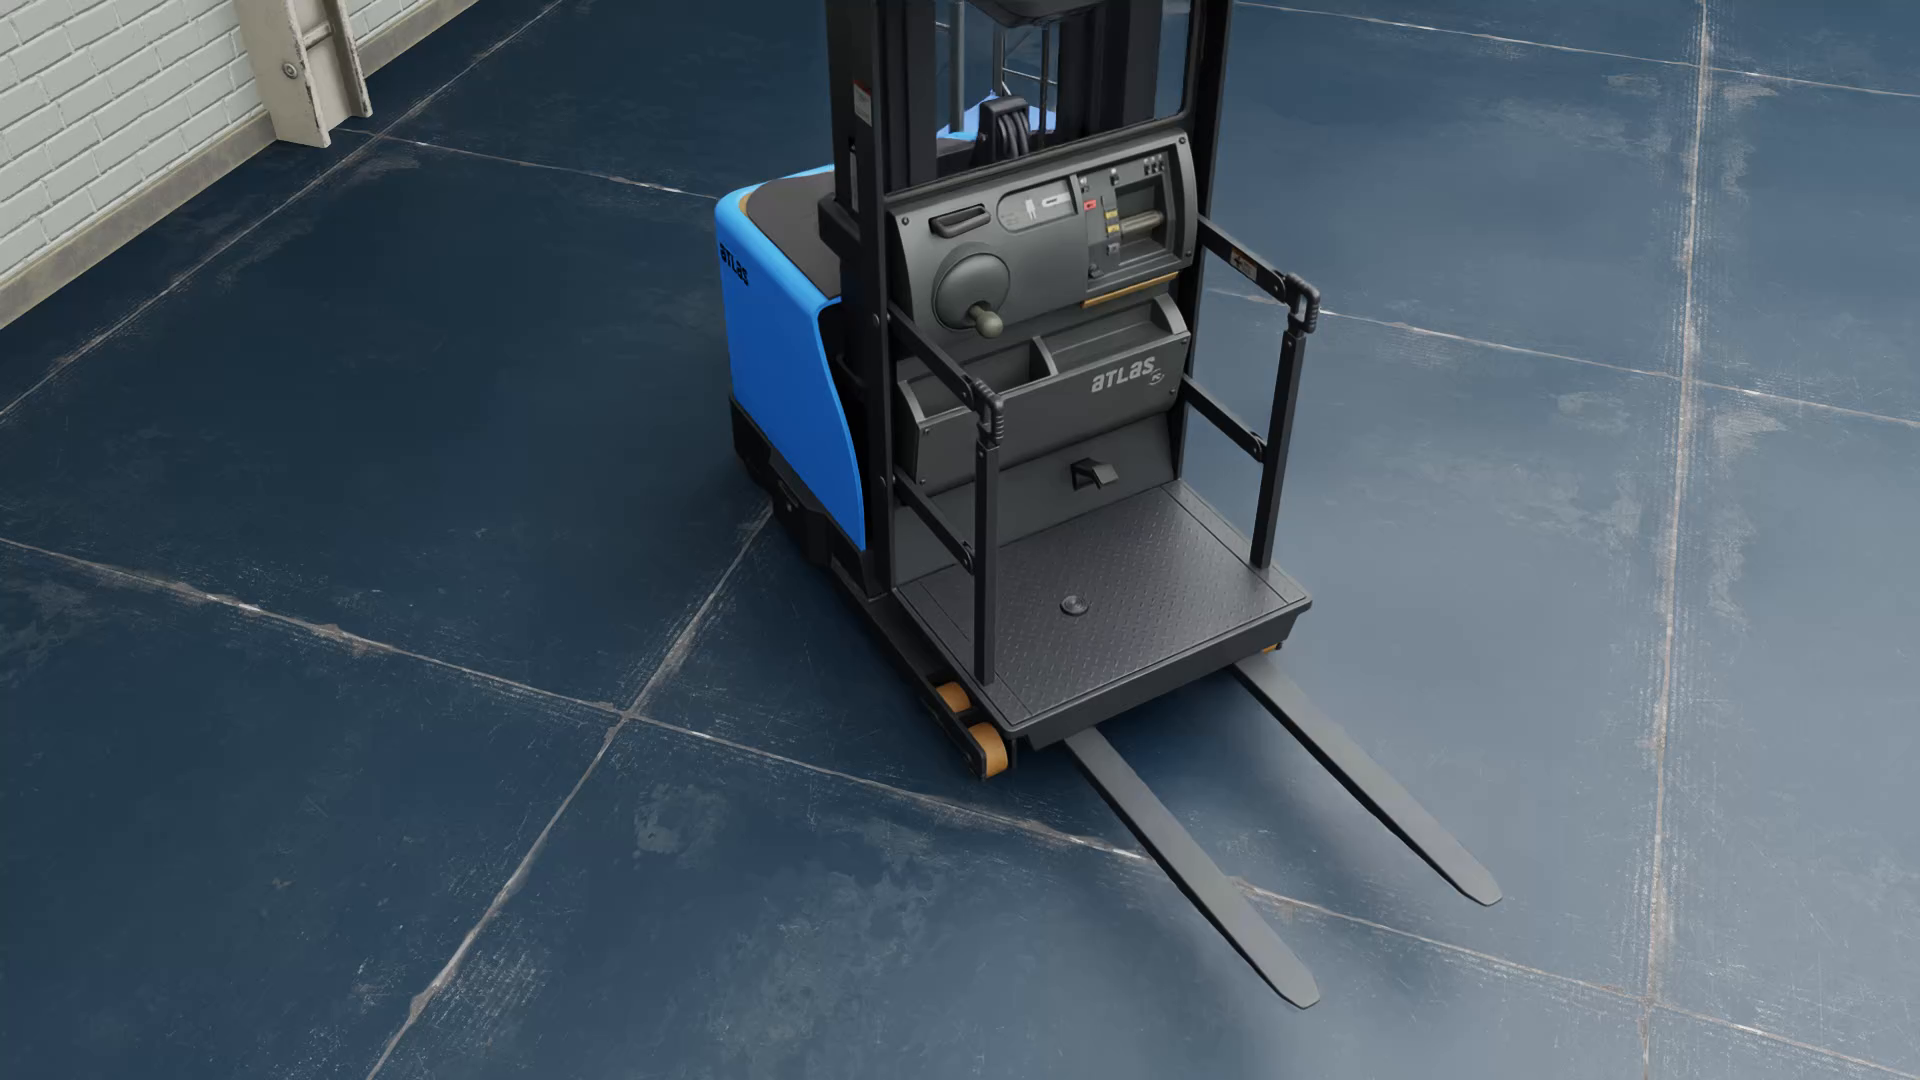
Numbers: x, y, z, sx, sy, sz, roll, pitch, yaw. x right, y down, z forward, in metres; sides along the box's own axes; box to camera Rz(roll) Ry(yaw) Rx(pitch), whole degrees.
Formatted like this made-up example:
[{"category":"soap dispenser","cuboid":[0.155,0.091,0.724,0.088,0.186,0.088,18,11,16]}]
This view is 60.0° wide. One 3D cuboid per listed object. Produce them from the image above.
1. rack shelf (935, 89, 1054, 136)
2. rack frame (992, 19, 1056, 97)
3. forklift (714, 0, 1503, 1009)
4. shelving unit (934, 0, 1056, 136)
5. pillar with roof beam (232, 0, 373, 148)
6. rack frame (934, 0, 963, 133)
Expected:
[{"category":"rack shelf","cuboid":[0.073,-1.449,6.570,0.538,0.185,1.000,23,46,25]},{"category":"rack frame","cuboid":[0.352,-1.862,6.777,0.500,1.500,0.032,23,46,25]},{"category":"forklift","cuboid":[0.360,-0.756,4.378,1.130,2.935,3.031,-21,45,-23]},{"category":"shelving unit","cuboid":[0.073,-1.586,6.454,0.538,1.500,1.048,23,46,25]},{"category":"pillar with roof beam","cuboid":[0.933,-4.495,4.086,9.100,9.000,0.400,13,42,15]},{"category":"rack frame","cuboid":[-0.206,-1.310,6.130,0.500,1.500,0.032,23,46,25]}]
